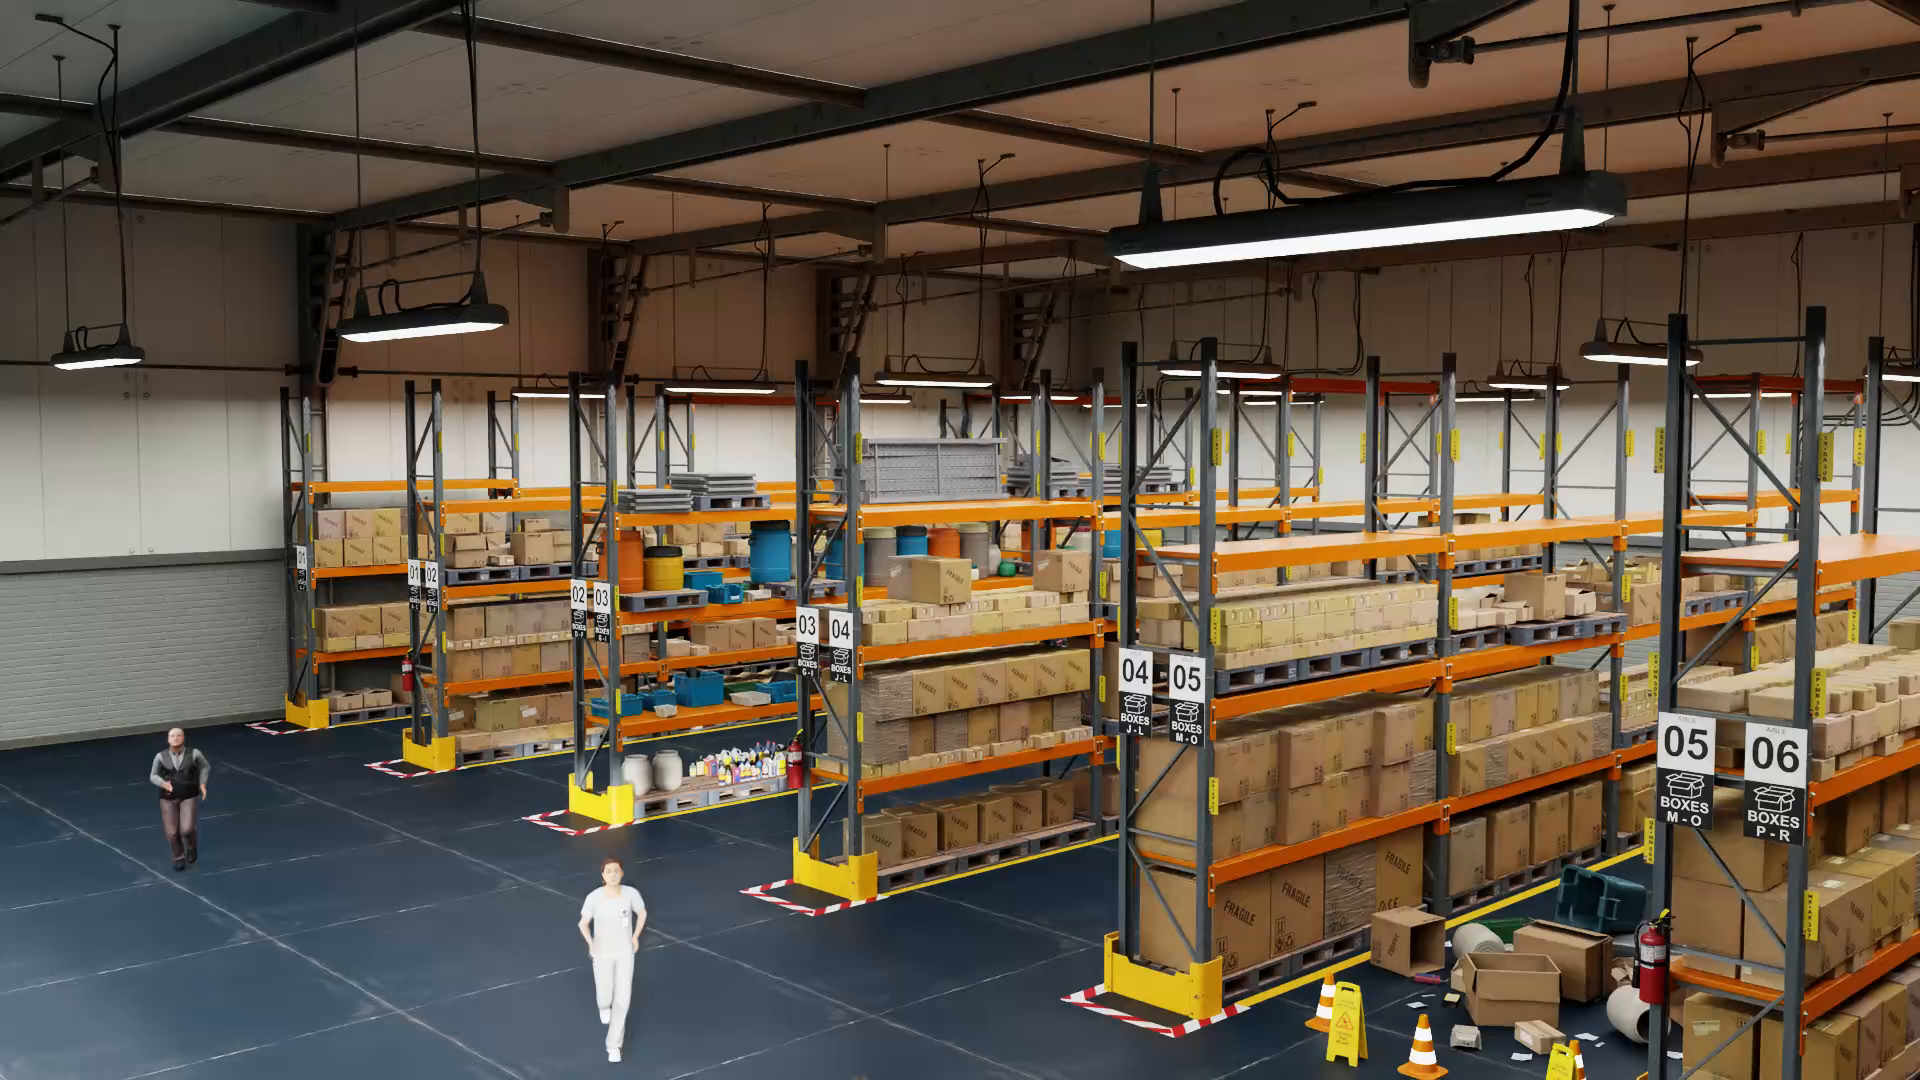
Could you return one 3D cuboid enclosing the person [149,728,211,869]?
[{"bbox_3d":[-9.203,3.063,19.610,0.645,1.681,0.592,-1,4,-19],"label":"person"}]

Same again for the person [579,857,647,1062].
[{"bbox_3d":[-2.901,3.461,13.945,0.565,1.641,0.731,-1,4,-16],"label":"person"}]
